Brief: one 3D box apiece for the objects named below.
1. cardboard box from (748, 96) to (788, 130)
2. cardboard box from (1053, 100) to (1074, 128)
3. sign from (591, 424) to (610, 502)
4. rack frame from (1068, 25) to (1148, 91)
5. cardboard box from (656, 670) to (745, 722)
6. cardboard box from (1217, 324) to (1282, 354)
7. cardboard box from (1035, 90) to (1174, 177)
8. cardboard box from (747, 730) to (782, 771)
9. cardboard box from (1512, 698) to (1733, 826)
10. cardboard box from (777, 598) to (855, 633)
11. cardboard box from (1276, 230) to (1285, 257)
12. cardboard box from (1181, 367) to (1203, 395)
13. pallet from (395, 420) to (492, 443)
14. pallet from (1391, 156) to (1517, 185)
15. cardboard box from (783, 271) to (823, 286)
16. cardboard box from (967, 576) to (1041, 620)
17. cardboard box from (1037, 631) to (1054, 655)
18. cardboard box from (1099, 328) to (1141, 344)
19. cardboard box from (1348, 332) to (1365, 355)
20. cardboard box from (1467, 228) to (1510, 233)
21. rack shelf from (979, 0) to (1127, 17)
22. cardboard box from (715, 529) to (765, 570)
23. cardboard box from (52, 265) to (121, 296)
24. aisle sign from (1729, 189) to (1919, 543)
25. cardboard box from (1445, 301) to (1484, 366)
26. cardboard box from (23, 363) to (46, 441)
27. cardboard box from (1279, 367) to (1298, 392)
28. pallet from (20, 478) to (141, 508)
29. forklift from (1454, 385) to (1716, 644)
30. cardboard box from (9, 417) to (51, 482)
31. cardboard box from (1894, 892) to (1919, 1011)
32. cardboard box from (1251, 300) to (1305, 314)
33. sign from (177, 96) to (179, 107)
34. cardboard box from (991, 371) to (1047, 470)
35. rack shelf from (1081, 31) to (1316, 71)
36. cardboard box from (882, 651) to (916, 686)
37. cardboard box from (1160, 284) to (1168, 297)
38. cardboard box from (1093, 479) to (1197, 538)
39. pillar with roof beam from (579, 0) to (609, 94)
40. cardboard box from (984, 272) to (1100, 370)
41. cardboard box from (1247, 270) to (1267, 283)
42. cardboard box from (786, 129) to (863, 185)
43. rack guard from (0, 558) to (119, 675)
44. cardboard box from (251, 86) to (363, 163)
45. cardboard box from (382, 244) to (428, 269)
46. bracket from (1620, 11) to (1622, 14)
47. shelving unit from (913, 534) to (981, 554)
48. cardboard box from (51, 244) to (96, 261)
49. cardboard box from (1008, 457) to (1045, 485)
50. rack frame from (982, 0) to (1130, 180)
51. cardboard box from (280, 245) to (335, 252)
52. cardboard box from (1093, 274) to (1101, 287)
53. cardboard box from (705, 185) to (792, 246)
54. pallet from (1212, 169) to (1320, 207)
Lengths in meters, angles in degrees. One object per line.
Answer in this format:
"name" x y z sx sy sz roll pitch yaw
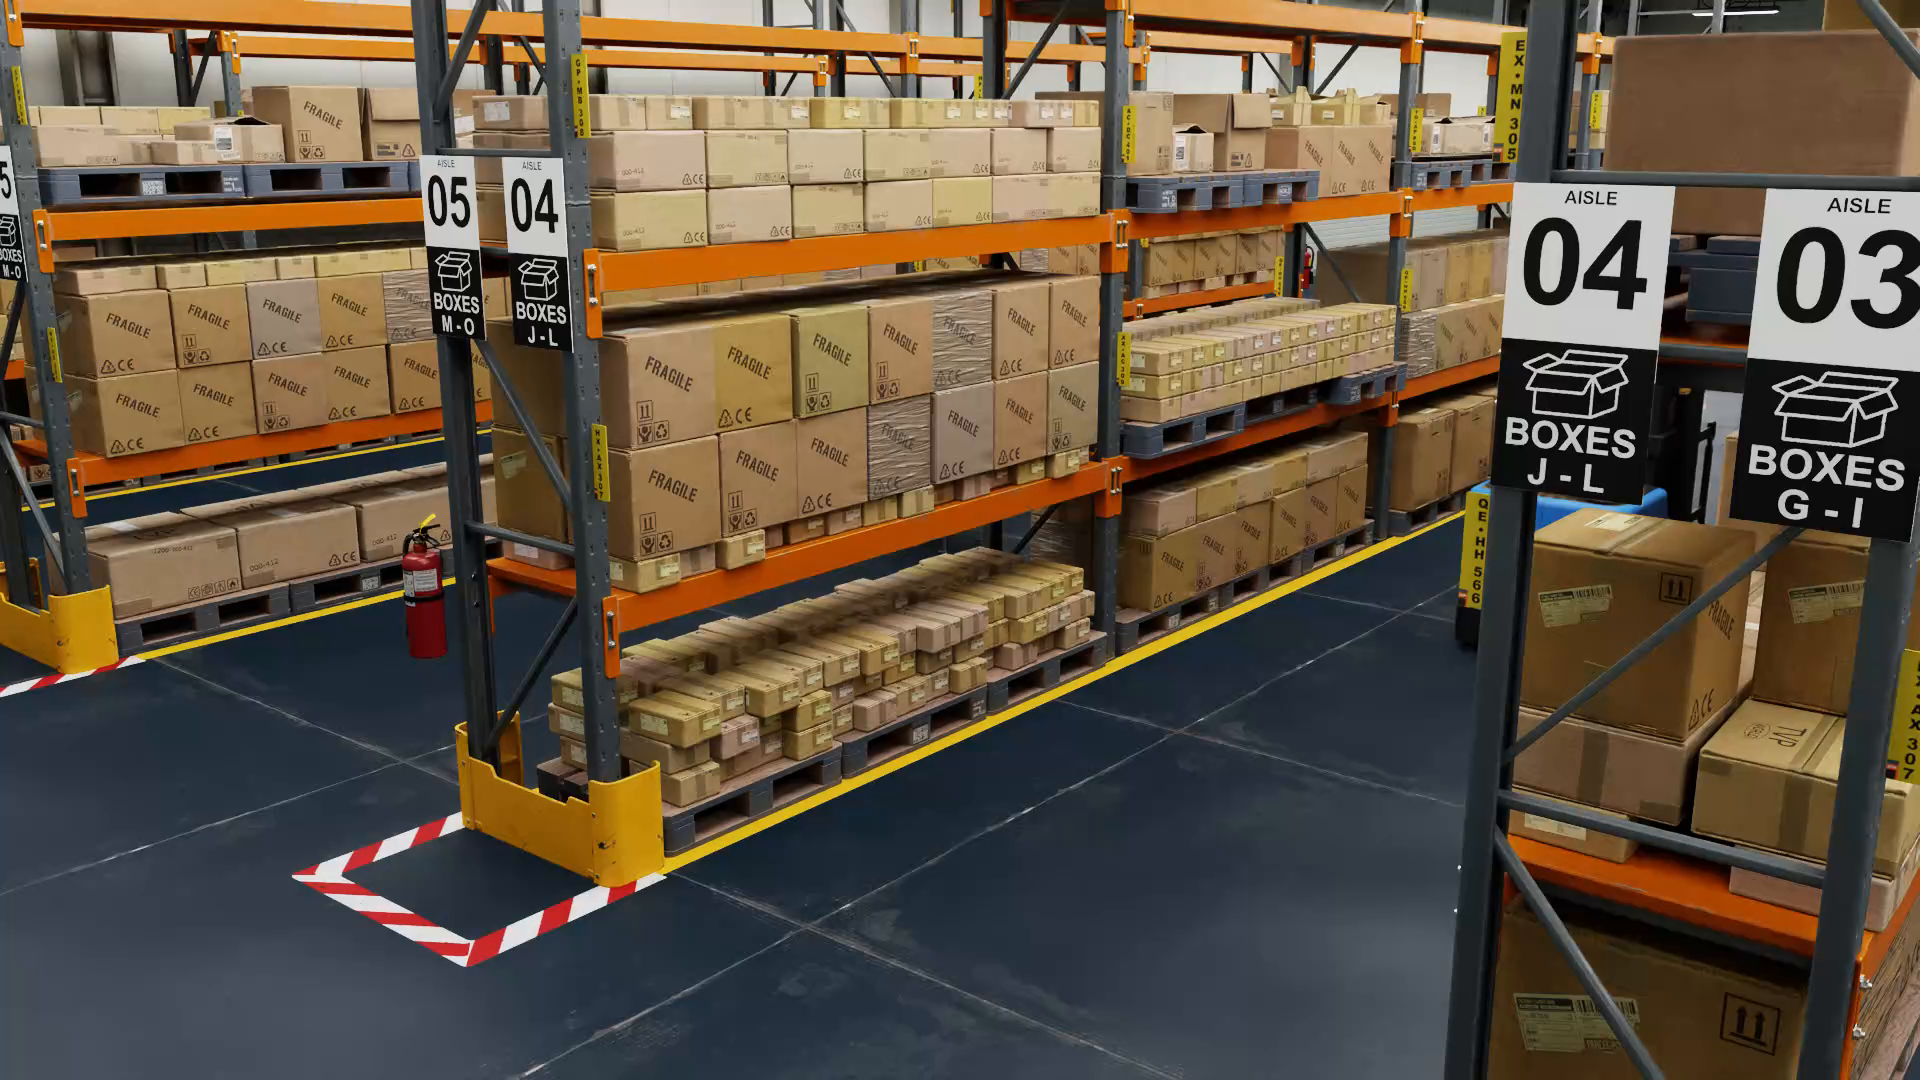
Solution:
"cardboard box" -1.015 -1.969 7.669 0.380 0.149 0.250 12 18 38
"cardboard box" 0.421 -2.421 9.446 0.380 0.149 0.250 12 18 39
"sign" -1.529 -0.328 7.063 0.100 0.325 0.005 11 18 38
"rack frame" 1.677 -5.945 18.747 1.000 3.000 0.127 11 18 38
"cardboard box" -1.278 0.778 8.196 0.380 0.149 0.250 12 18 39
"cardboard box" 1.980 -1.380 11.414 0.380 0.149 0.250 12 19 40
"cardboard box" 0.887 -2.520 10.301 0.700 0.500 0.500 11 18 38
"cardboard box" -1.121 1.024 8.438 0.380 0.149 0.250 12 18 38
"cardboard box" 1.942 0.589 4.912 0.500 0.250 0.500 11 18 37
"cardboard box" -0.817 0.461 9.446 0.380 0.149 0.250 11 18 38
"cardboard box" 4.065 -3.849 21.875 0.500 0.500 0.500 11 18 37
"cardboard box" 1.330 -1.038 10.672 0.380 0.149 0.250 11 18 36
"pallet" -5.965 -1.317 18.379 1.003 0.211 1.213 11 18 38
"pallet" 4.141 -3.233 14.548 1.003 0.211 1.213 12 19 40
"cardboard box" -1.591 -2.471 15.024 0.500 0.500 0.500 11 18 38
"cardboard box" 0.261 0.344 9.906 0.380 0.149 0.250 11 18 37
"cardboard box" 0.353 0.585 10.167 0.380 0.149 0.250 12 18 39
"cardboard box" 0.996 -1.336 11.240 0.380 0.149 0.250 11 18 36
"cardboard box" 2.791 -1.483 12.422 0.380 0.149 0.250 12 18 39
"cardboard box" 5.284 -2.727 16.033 0.700 0.500 0.500 11 18 37
"rack shelf" -0.694 -2.933 8.358 1.077 0.370 4.000 11 18 38
"cardboard box" -1.154 0.020 7.963 0.380 0.149 0.250 11 18 36
"cardboard box" -5.426 -1.612 10.323 0.380 0.149 0.250 12 18 39
"aisle sign" 2.031 -0.405 3.846 0.394 0.787 0.004 11 18 38
"cardboard box" 4.204 -1.811 14.458 0.500 0.500 0.500 11 18 37
"cardboard box" -5.767 -0.921 10.952 0.500 0.500 0.500 11 18 38
"cardboard box" 2.146 -1.143 11.687 0.380 0.149 0.250 10 17 35
"pallet" -8.413 -0.555 15.378 1.003 0.211 1.213 11 18 38
"forklift" 4.530 -0.923 11.303 1.130 2.935 3.031 11 18 37
"cardboard box" -8.292 -0.844 15.078 0.500 0.500 0.500 12 18 39
"cardboard box" 3.315 1.141 6.501 0.875 0.875 0.875 11 18 38
"cardboard box" 2.469 -1.784 13.003 0.380 0.149 0.250 11 18 36
"sign" -7.648 -4.253 16.330 0.100 0.325 0.005 11 18 38
"cardboard box" 0.151 -0.715 9.539 0.500 0.500 0.500 11 18 36
"rack shelf" 2.934 -5.977 20.344 1.077 0.370 4.000 11 18 38
"cardboard box" -0.467 0.670 9.225 0.380 0.149 0.250 12 19 40
"cardboard box" 2.243 -2.982 19.781 0.380 0.149 0.250 12 19 39
"cardboard box" 1.233 -0.214 11.076 0.500 0.250 0.500 10 18 35
"pillar with roof beam" -1.233 -5.669 17.662 9.100 9.000 0.400 11 18 38
"cardboard box" 0.478 -1.304 9.825 0.500 0.500 0.500 10 18 36
"cardboard box" 3.734 -3.411 21.469 0.380 0.149 0.250 12 18 39
"cardboard box" -0.819 -1.855 8.028 0.500 0.250 0.500 12 18 38
"rack guard" -5.880 0.477 10.729 1.175 0.500 0.348 11 18 38
"cardboard box" -4.481 -2.856 11.422 0.500 0.500 0.500 12 18 38
"cardboard box" -3.986 -2.060 12.087 0.380 0.149 0.250 11 18 37
"bracket" 18.582 -14.999 47.077 0.235 0.232 0.430 11 18 38
"shelving unit" -0.104 -0.986 13.240 0.431 2.100 0.503 11 18 38
"cardboard box" -8.357 -2.463 15.405 0.500 0.500 0.500 11 18 36
"cardboard box" 0.274 -0.438 9.763 0.380 0.149 0.250 12 19 40
"rack frame" 0.563 -3.666 9.777 1.000 3.000 0.127 11 18 38
"cardboard box" -4.723 -2.043 12.023 0.380 0.149 0.250 11 18 38
"cardboard box" 1.389 -2.930 18.721 0.380 0.149 0.250 11 18 36
"cardboard box" -1.136 -1.520 7.727 0.500 0.250 0.500 12 19 39
"pallet" 1.683 -2.422 11.354 1.213 0.211 1.003 11 18 38
